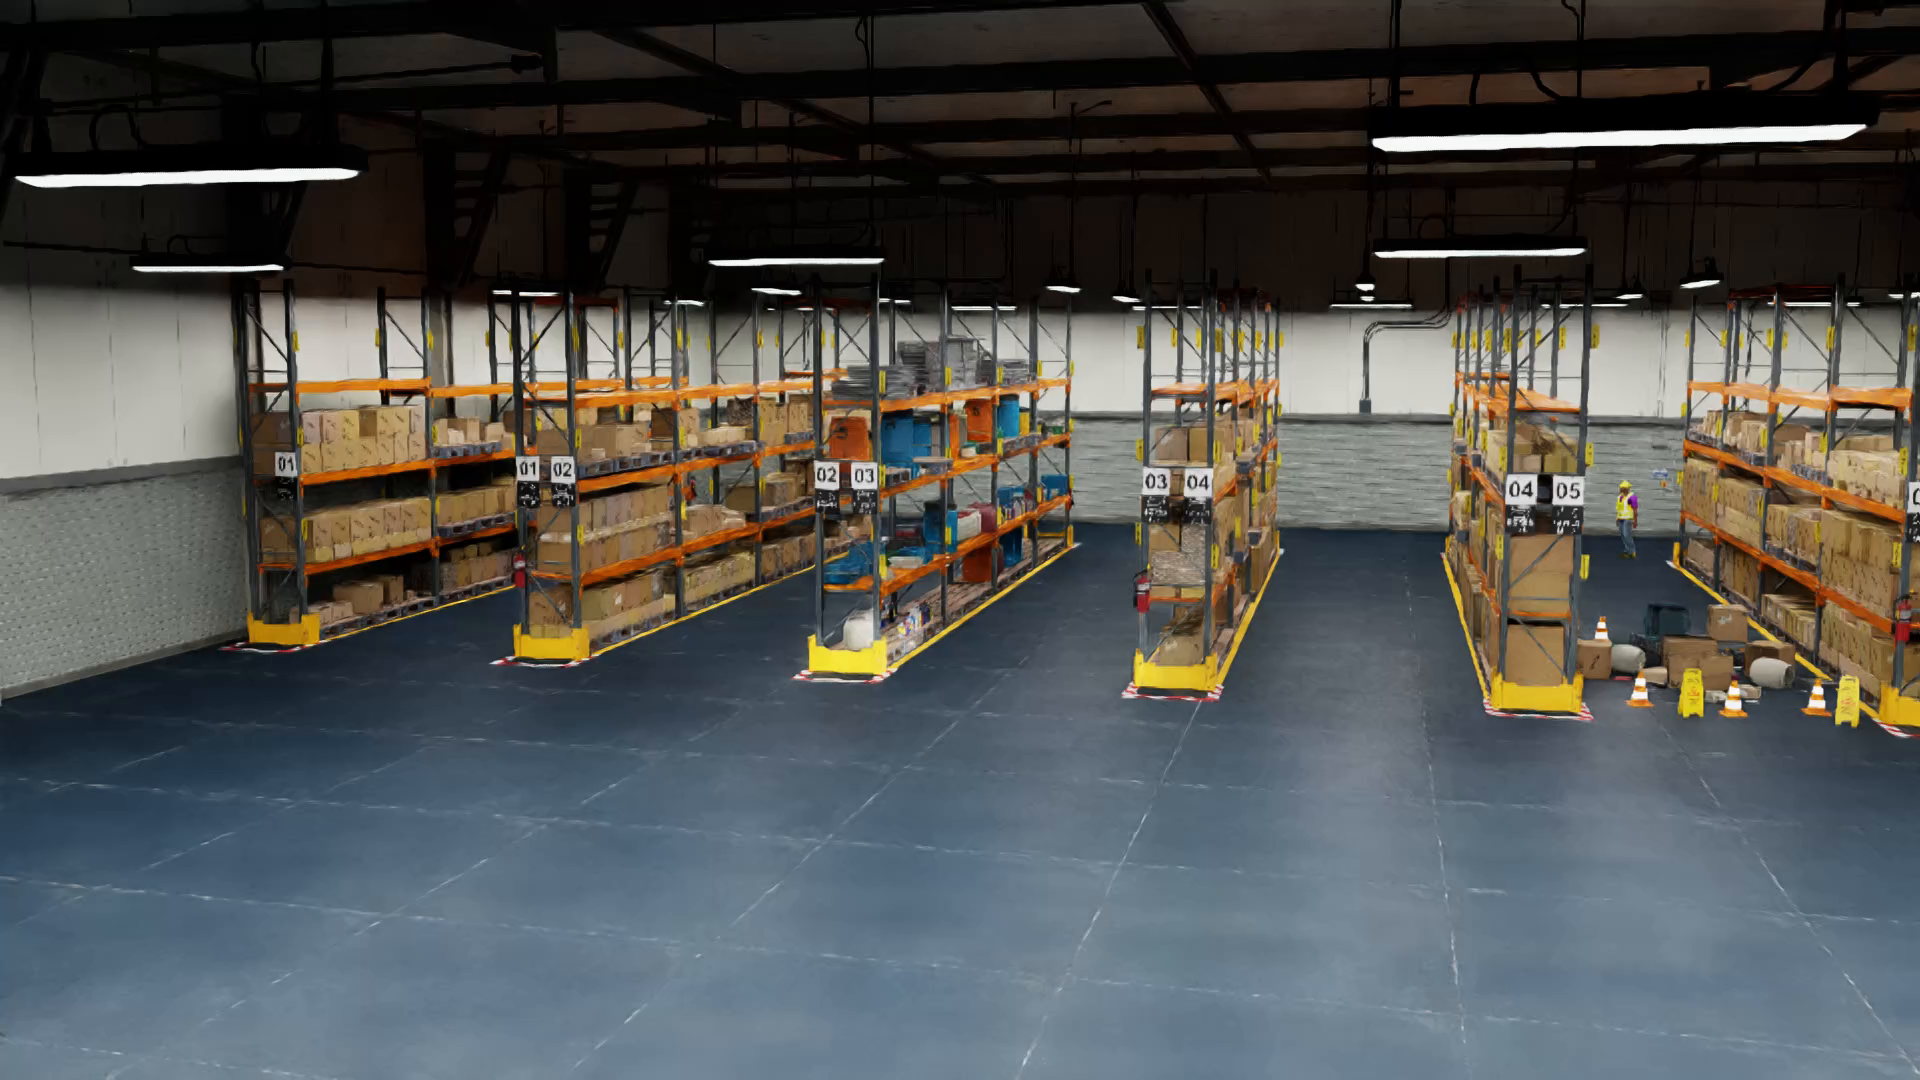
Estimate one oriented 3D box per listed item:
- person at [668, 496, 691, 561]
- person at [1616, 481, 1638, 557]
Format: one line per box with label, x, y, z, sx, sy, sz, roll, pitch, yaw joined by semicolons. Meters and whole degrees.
person;-6.136;-0.183;36.416;0.677;1.674;0.534;1;7;12
person;15.390;-0.480;38.374;0.398;1.759;0.653;-2;7;-17
